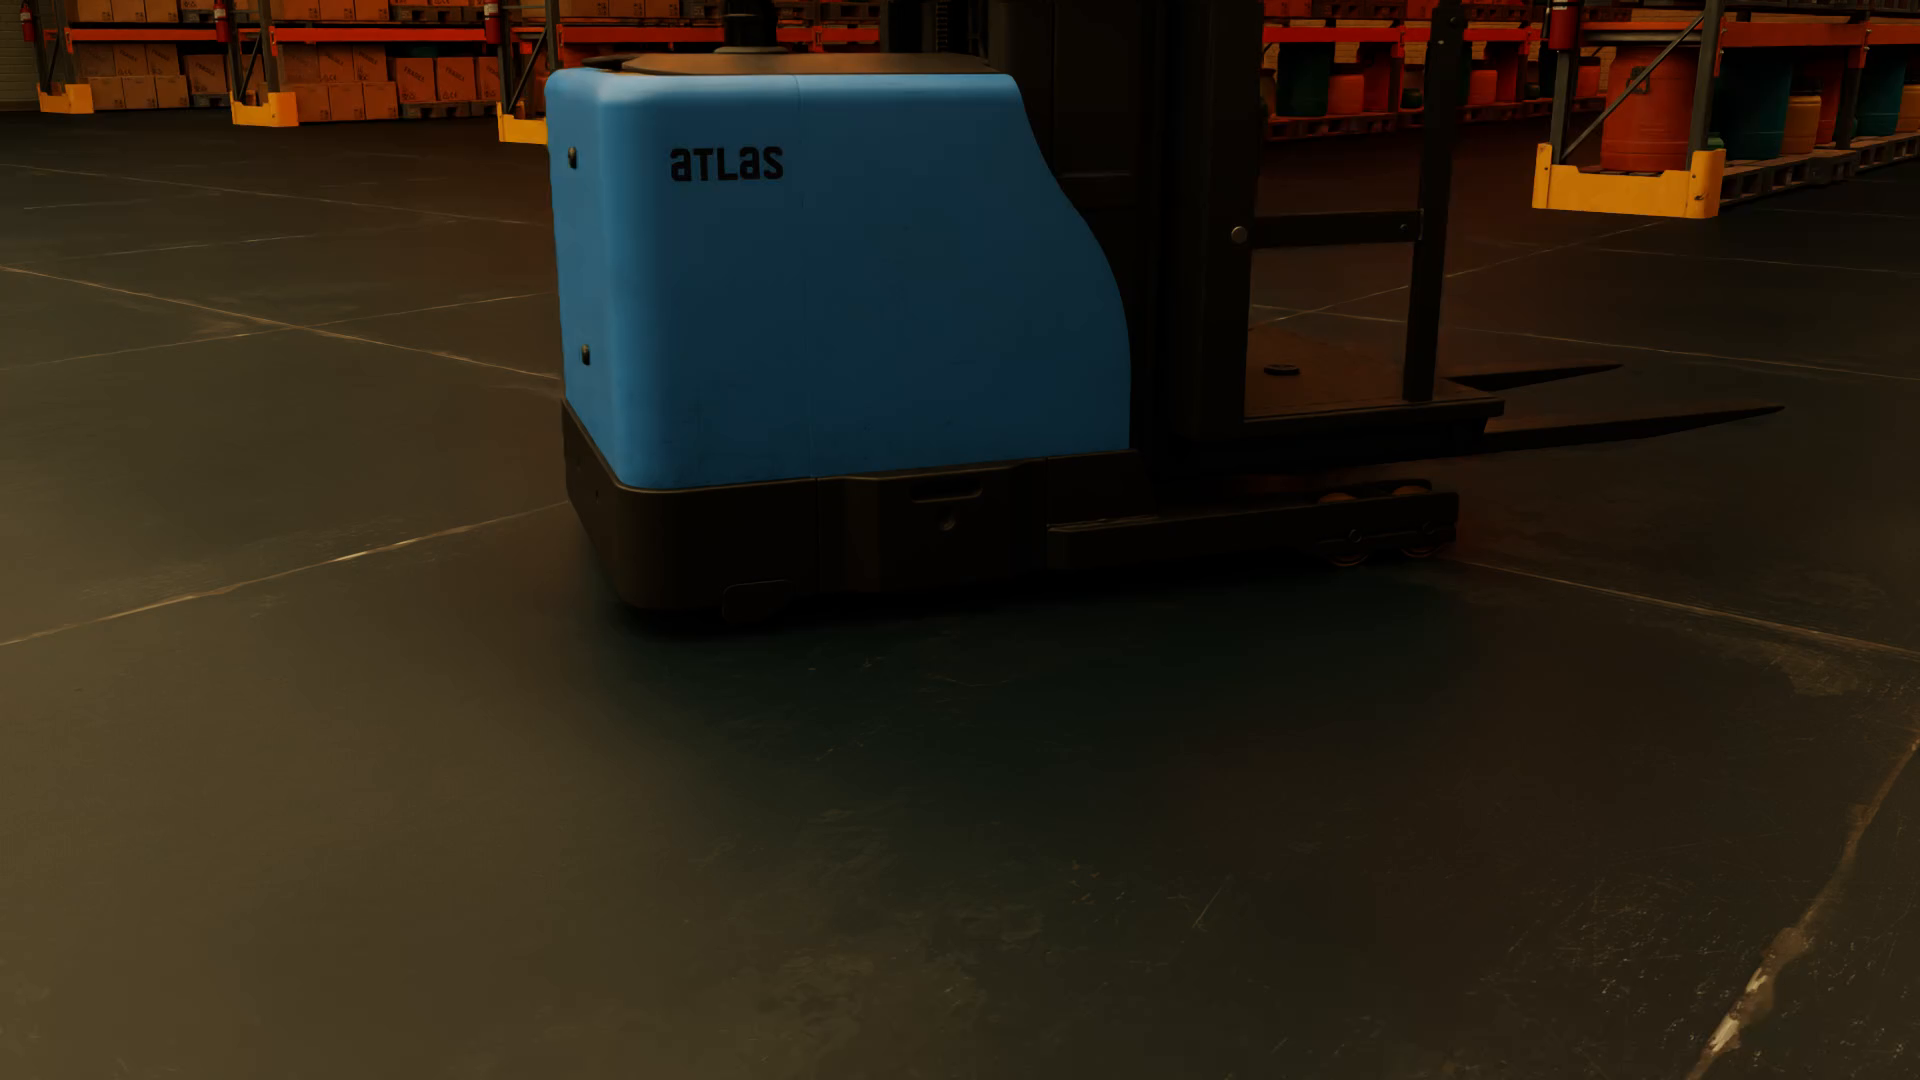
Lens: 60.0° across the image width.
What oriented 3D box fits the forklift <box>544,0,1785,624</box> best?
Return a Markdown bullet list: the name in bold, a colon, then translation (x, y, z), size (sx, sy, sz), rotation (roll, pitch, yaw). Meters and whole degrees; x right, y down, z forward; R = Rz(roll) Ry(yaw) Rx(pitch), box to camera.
- **forklift**: translation (0.609, -1.479, 3.769), size (3.031, 2.935, 1.130), rotation (-6, 18, -19)
